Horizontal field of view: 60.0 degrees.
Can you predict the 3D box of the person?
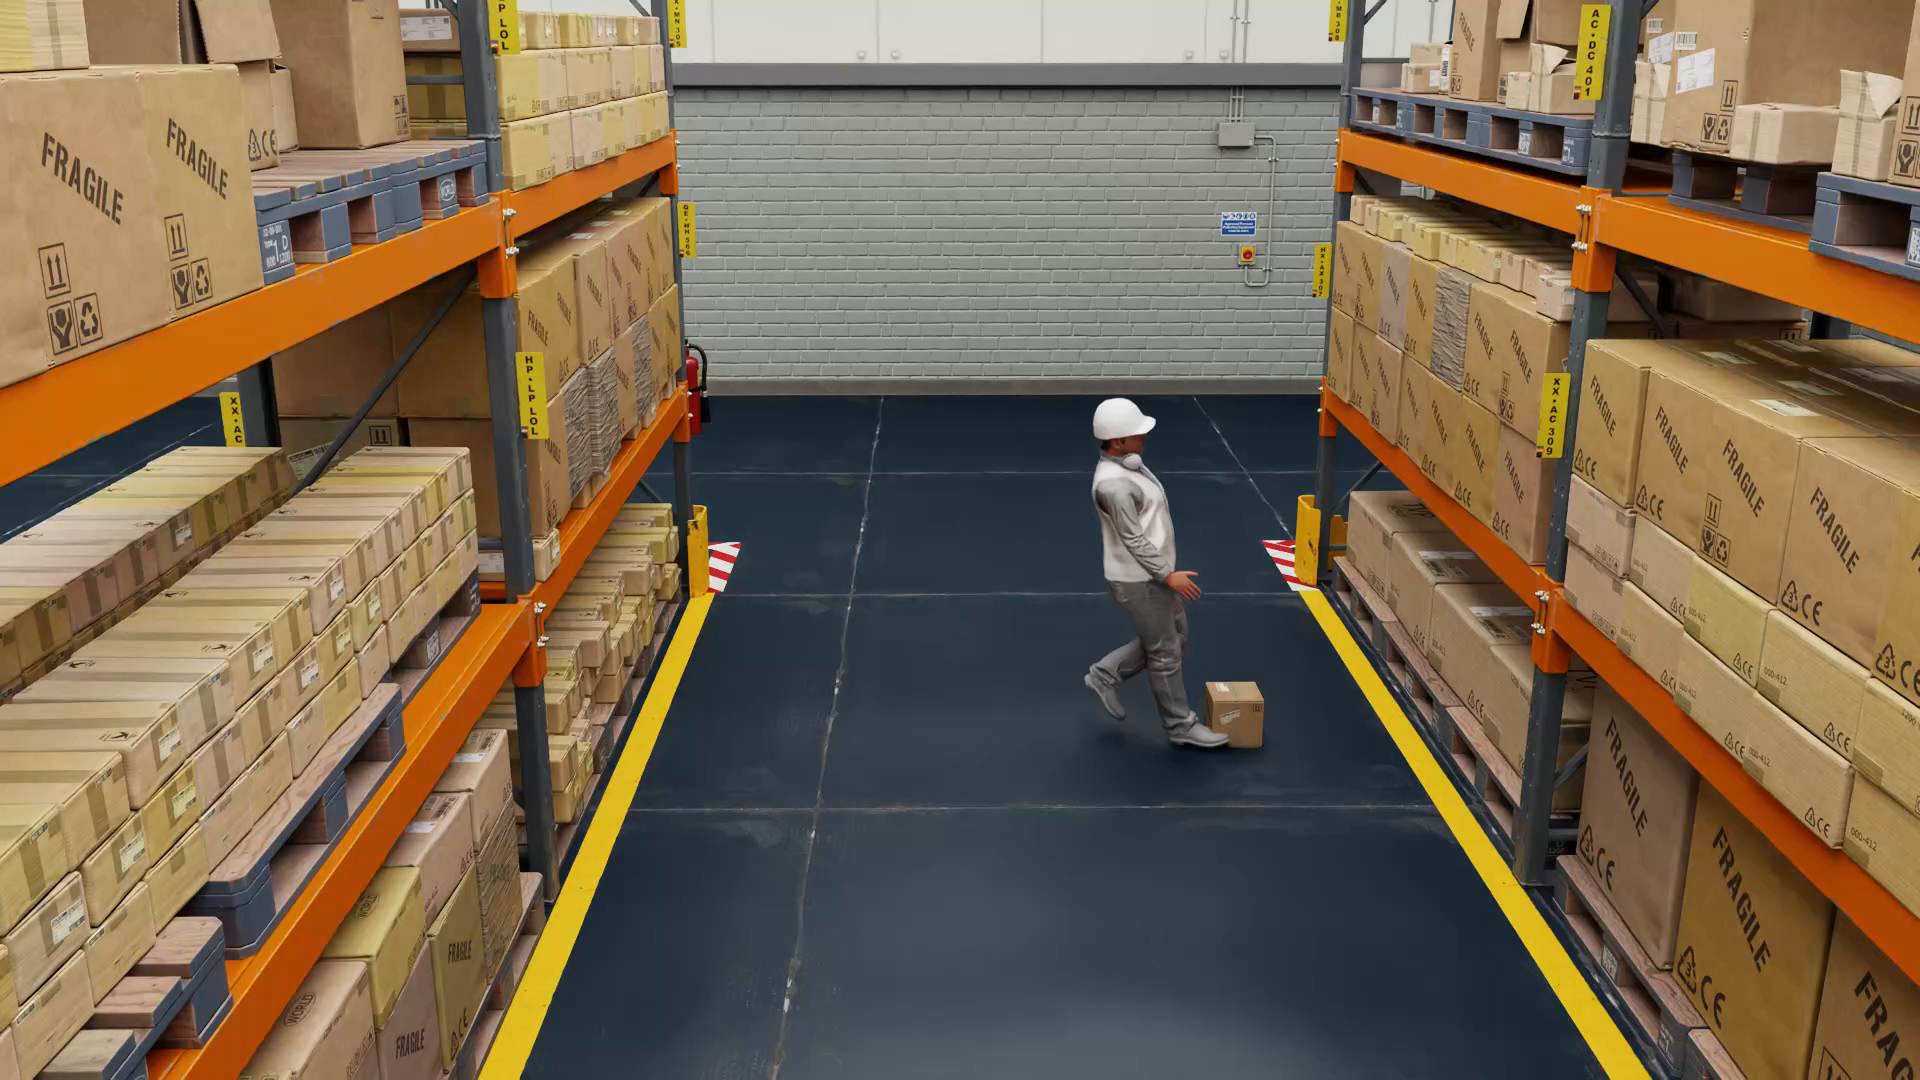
[{"bbox_3d":[0.968,0.154,8.034,0.736,1.728,0.591,3,17,9],"label":"person"}]
